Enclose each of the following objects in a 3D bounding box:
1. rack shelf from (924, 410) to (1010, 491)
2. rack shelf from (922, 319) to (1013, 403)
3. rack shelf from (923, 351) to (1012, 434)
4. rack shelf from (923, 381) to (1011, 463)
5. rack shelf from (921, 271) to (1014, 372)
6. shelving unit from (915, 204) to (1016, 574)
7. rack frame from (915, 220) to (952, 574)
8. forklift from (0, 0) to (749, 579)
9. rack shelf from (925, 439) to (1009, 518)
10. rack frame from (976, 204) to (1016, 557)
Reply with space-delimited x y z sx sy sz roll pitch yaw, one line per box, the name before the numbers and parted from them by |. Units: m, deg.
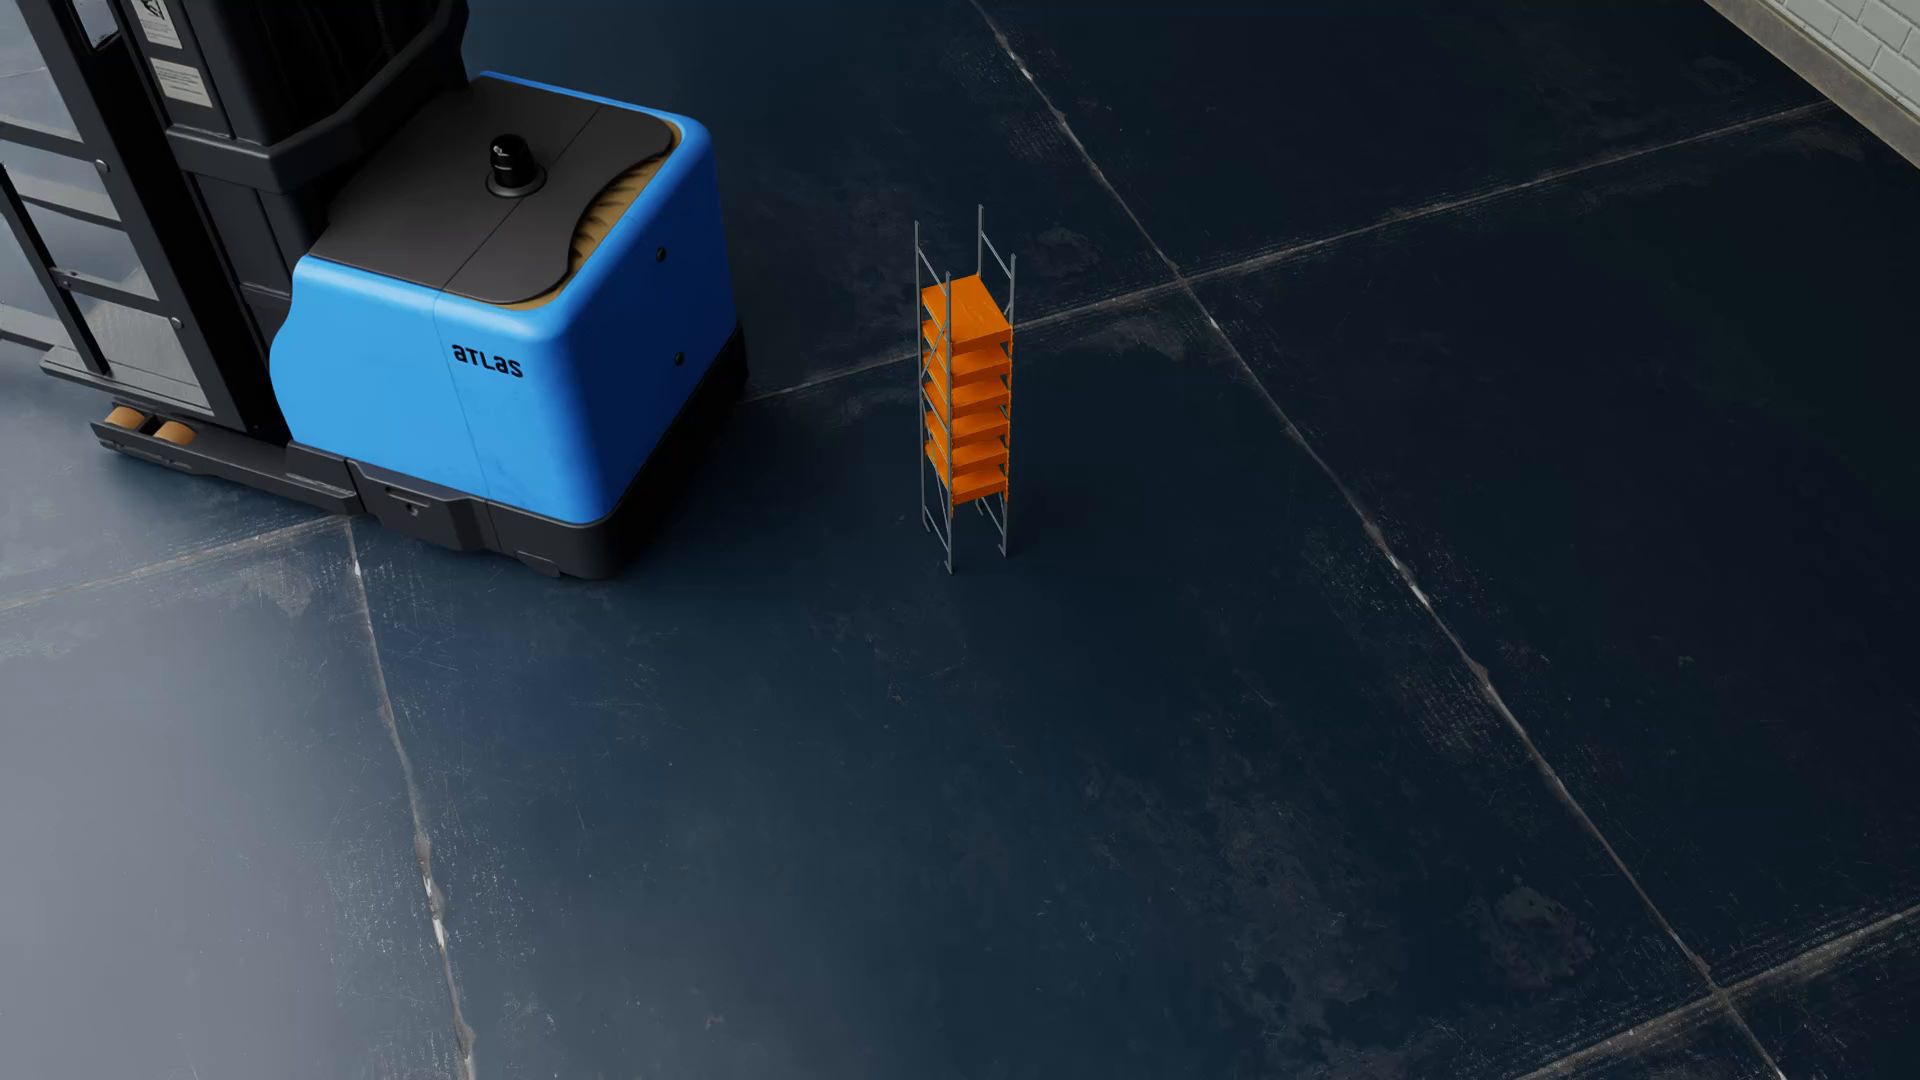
rack shelf | 0.013 -0.288 4.923 0.180 0.103 0.258 -17 52 -14
rack shelf | 0.013 -0.522 4.650 0.180 0.103 0.258 -17 52 -14
rack shelf | 0.013 -0.444 4.741 0.180 0.103 0.258 -17 52 -14
rack shelf | 0.013 -0.366 4.832 0.180 0.103 0.258 -17 52 -14
rack shelf | 0.013 -0.601 4.559 0.180 0.103 0.258 -17 52 -14
shelving unit | 0.013 -0.395 4.798 0.189 1.200 0.258 -17 52 -14
rack frame | -0.071 -0.369 4.776 0.006 1.200 0.240 -17 52 -14
forklift | -2.288 -1.539 4.639 3.031 2.935 1.130 16 51 13
rack shelf | 0.013 -0.210 5.014 0.180 0.103 0.258 -17 52 -14
rack frame | 0.098 -0.421 4.821 0.006 1.200 0.240 -17 52 -14
